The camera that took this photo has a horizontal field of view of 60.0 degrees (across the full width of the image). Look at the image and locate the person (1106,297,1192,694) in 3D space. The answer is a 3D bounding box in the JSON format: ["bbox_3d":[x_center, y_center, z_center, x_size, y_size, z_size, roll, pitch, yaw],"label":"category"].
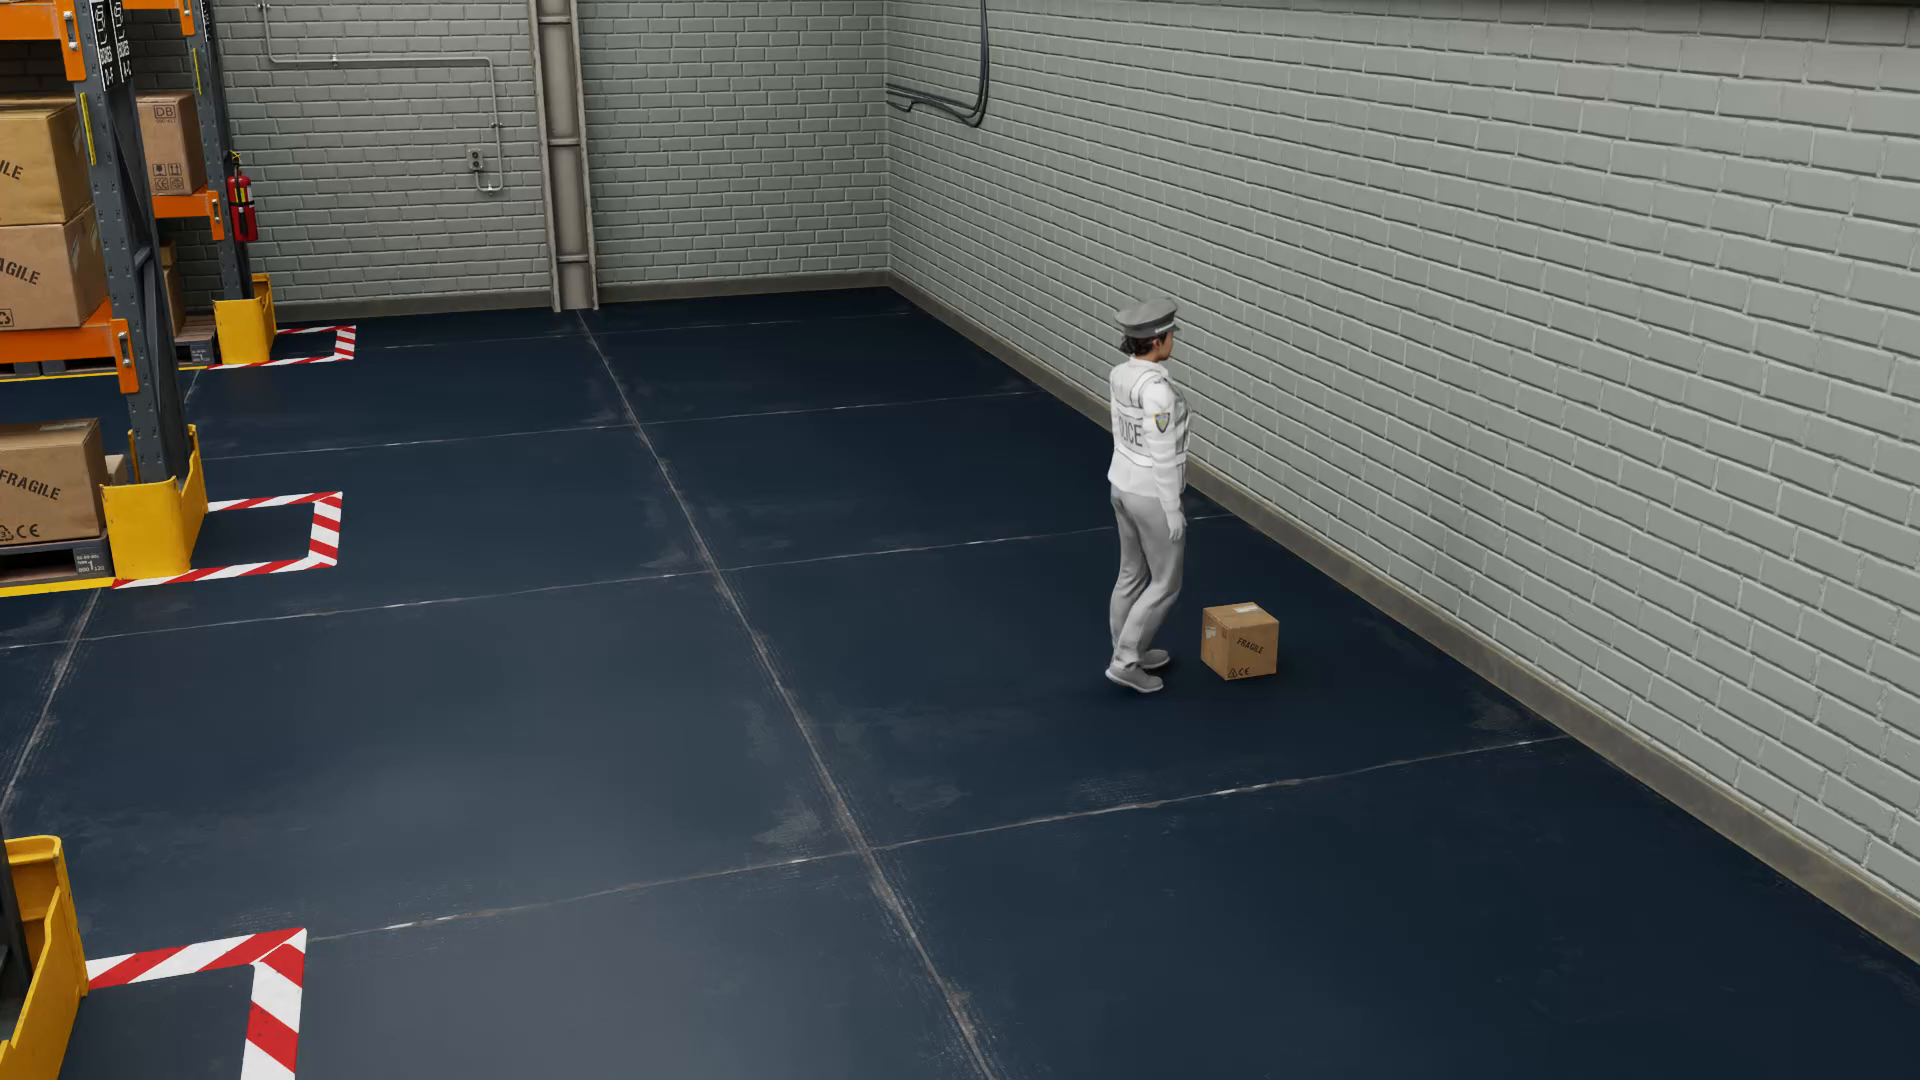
[{"bbox_3d":[0.785,-0.181,7.051,0.392,1.700,0.482,-6,20,-16],"label":"person"}]
